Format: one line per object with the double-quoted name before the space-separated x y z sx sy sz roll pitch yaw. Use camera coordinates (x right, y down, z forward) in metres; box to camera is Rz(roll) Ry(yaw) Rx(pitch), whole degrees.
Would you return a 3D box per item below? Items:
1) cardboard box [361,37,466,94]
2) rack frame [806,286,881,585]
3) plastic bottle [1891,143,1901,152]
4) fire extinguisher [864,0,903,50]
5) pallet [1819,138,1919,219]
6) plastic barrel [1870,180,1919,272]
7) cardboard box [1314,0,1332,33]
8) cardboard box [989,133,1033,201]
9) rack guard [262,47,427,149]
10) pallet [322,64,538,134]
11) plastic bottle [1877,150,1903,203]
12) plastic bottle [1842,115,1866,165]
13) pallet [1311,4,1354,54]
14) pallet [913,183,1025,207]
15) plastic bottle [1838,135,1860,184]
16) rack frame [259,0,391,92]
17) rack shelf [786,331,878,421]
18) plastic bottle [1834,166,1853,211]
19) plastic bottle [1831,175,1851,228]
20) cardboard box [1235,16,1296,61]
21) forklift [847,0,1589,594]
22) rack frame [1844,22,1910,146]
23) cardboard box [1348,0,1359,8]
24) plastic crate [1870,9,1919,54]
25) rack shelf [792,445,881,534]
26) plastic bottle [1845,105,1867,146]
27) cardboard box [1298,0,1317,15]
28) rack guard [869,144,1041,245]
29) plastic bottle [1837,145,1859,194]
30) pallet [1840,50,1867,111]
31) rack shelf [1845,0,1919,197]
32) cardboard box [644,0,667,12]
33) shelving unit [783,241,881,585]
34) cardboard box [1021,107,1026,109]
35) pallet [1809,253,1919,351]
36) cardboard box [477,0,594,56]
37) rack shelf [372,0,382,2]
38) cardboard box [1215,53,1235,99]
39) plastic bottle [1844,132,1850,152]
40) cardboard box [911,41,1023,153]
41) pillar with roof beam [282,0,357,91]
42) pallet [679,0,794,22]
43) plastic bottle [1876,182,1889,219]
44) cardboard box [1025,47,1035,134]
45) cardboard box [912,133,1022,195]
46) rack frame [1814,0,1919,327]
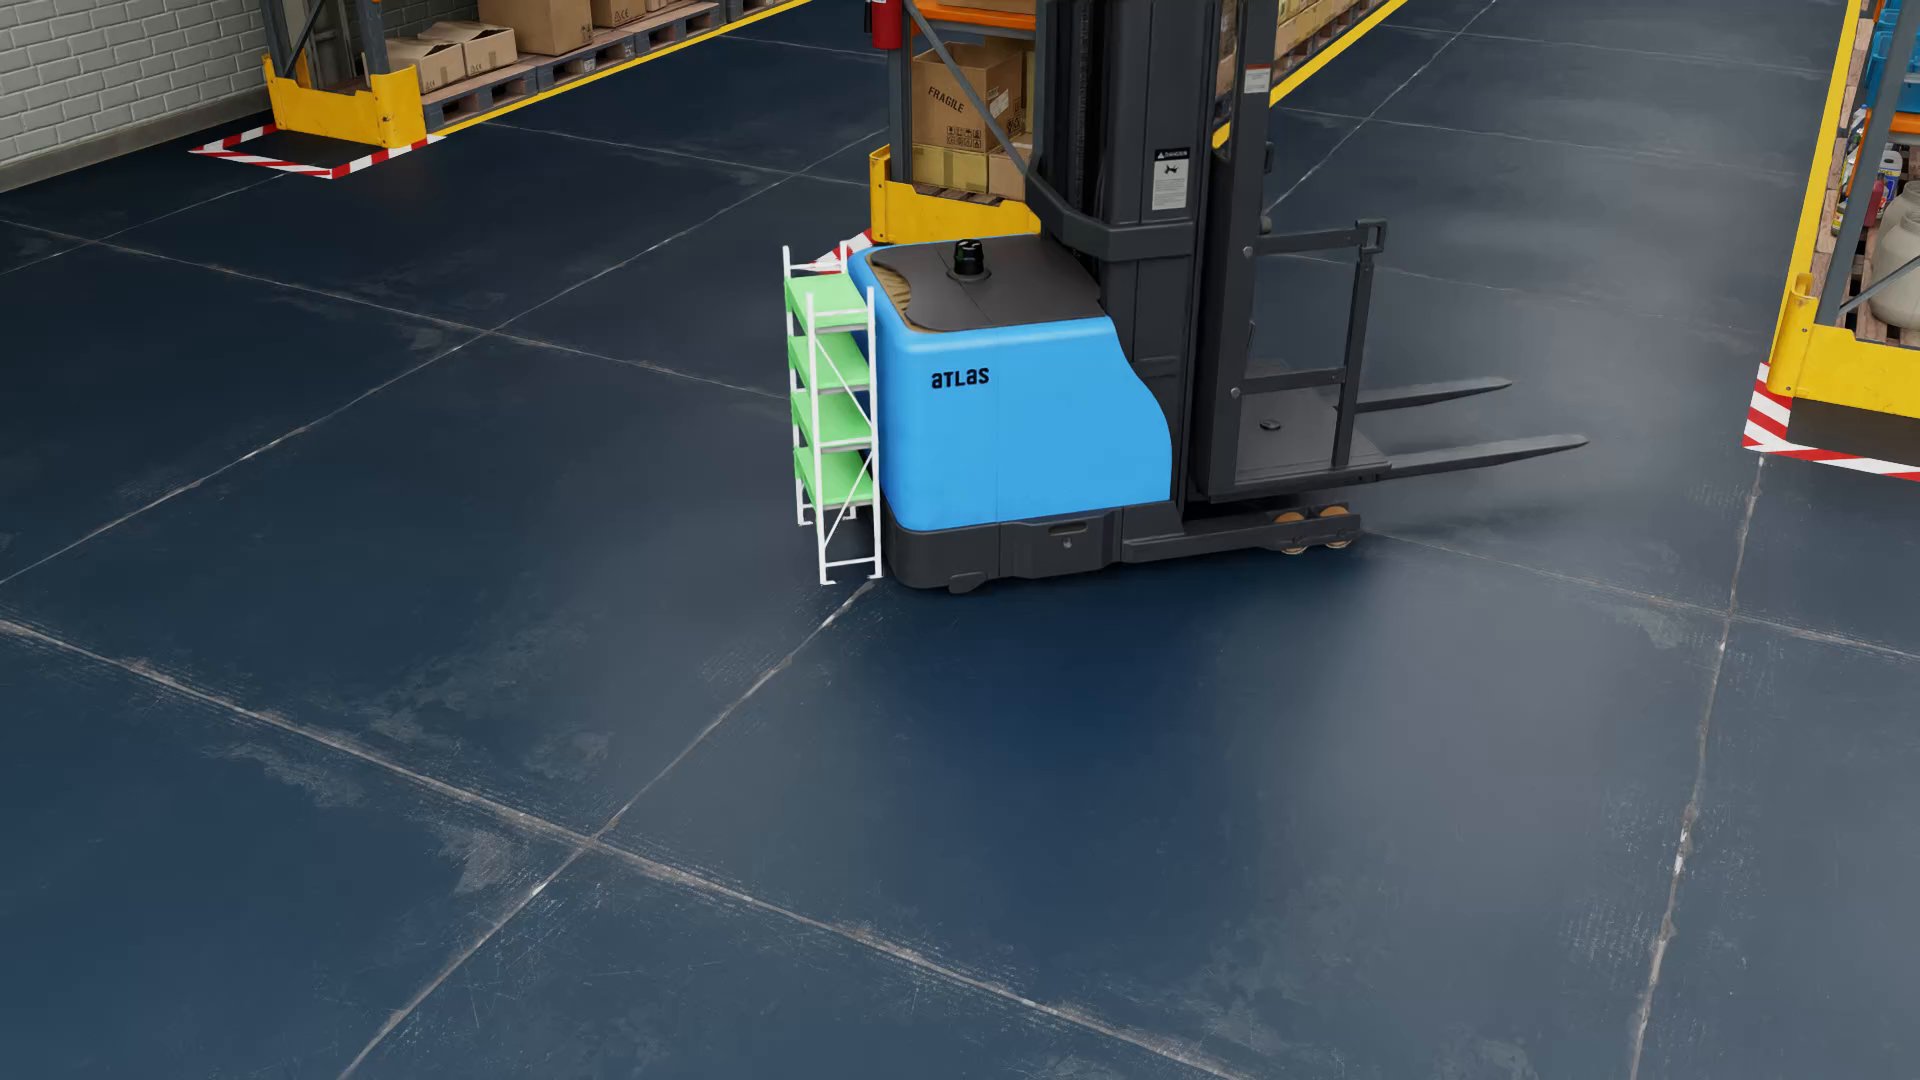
"cardboard box" -3.954 -3.468 12.035 0.500 0.311 0.500 11 32 18
"rack frame" -0.425 -0.363 6.177 0.240 1.200 0.015 -8 31 -13
"plastic bottle" 5.683 -2.428 10.185 0.144 0.351 0.185 14 33 23
"fire extinguisher" -0.406 -3.054 9.134 0.296 0.674 0.183 14 33 23
"pallet" 5.949 -2.185 10.343 1.003 0.211 1.213 14 33 23
"plastic barrel" 4.930 -1.544 8.503 0.421 0.512 0.421 0 30 0
"cardboard box" 2.756 -4.377 13.699 0.500 0.250 0.500 13 32 22
"cardboard box" 0.504 -2.212 9.929 0.500 0.250 0.500 14 33 23
"rack guard" -4.315 -3.106 11.658 1.175 0.500 0.348 14 33 23
"pallet" -3.914 -3.333 12.343 1.003 0.211 1.213 14 33 23
"plastic bottle" 5.418 -2.134 9.747 0.152 0.276 0.135 14 33 23
"plastic bottle" 5.555 -2.461 10.241 0.144 0.351 0.185 15 33 25
"pallet" 2.739 -4.477 14.334 1.003 0.211 1.213 14 33 23
"pallet" 0.373 -2.174 10.324 1.003 0.211 1.213 14 33 23
"plastic bottle" 5.356 -2.284 10.002 0.061 0.283 0.133 16 33 25
"rack frame" -4.350 -4.157 10.976 1.000 3.000 0.127 14 33 23
"rack shelf" -0.487 -0.633 6.294 0.258 0.148 0.480 -8 31 -13
"plastic bottle" 5.118 -2.000 9.513 0.152 0.276 0.135 13 32 22
"plastic bottle" 4.953 -1.892 9.318 0.061 0.283 0.133 15 33 24
"cardboard box" 2.288 -3.920 12.904 0.500 0.250 0.500 13 33 22
"forklift" 1.111 -1.459 6.347 3.031 2.935 1.130 -8 31 -13
"rack frame" 6.292 -3.683 10.151 1.000 3.000 0.127 14 33 23
"cardboard box" 3.220 -4.831 14.489 0.500 0.250 0.500 15 33 24
"plastic crate" 4.732 -2.421 8.103 0.499 0.251 0.408 14 33 23
"rack shelf" -0.487 -0.217 6.533 0.258 0.148 0.480 -8 31 -13
"plastic bottle" 5.756 -2.648 10.648 0.097 0.271 0.097 0 30 0
"cardboard box" 2.527 -4.388 13.156 0.500 0.311 0.500 14 33 23
"rack guard" 0.051 -1.940 9.626 1.175 0.500 0.348 14 33 23
"plastic bottle" 5.275 -2.189 9.768 0.144 0.351 0.185 14 33 23
"pallet" 7.170 -3.373 12.412 1.003 0.211 1.213 14 33 23
"rack shelf" 5.381 -2.484 8.786 1.077 0.370 4.000 14 33 23
"cardboard box" -2.745 -4.648 14.235 0.380 0.166 0.250 10 31 17
"shelving unit" -0.487 -0.480 6.382 0.258 1.200 0.503 -8 31 -13
"cardboard box" 0.486 -2.776 10.911 0.500 0.250 0.500 14 33 23
"pallet" 4.837 -1.103 8.459 1.003 0.211 1.213 14 33 23
"cardboard box" -3.316 -4.116 12.975 0.700 0.500 0.500 12 32 20
"rack shelf" -3.439 -4.731 12.700 1.077 0.370 4.000 14 33 23
"cardboard box" 1.631 -3.323 11.864 0.500 0.250 0.500 14 33 23
"plastic bottle" 5.664 -2.528 10.508 0.097 0.201 0.097 0 30 0
"cardboard box" 0.041 -2.655 9.947 0.500 0.500 0.500 14 33 23
"pillar with roof beam" -0.969 -6.288 8.664 9.100 9.000 0.400 14 33 23
"pallet" -2.174 -5.066 15.360 1.003 0.211 1.213 14 33 23
"plastic bottle" 5.238 -1.947 9.497 0.097 0.201 0.097 0 30 0
"cardboard box" 0.730 -2.759 10.129 0.500 0.500 0.500 14 33 23
"cardboard box" 0.043 -2.329 10.133 0.500 0.250 0.500 14 33 23
"rack frame" 4.470 -1.909 7.063 1.000 3.000 0.127 14 33 23
